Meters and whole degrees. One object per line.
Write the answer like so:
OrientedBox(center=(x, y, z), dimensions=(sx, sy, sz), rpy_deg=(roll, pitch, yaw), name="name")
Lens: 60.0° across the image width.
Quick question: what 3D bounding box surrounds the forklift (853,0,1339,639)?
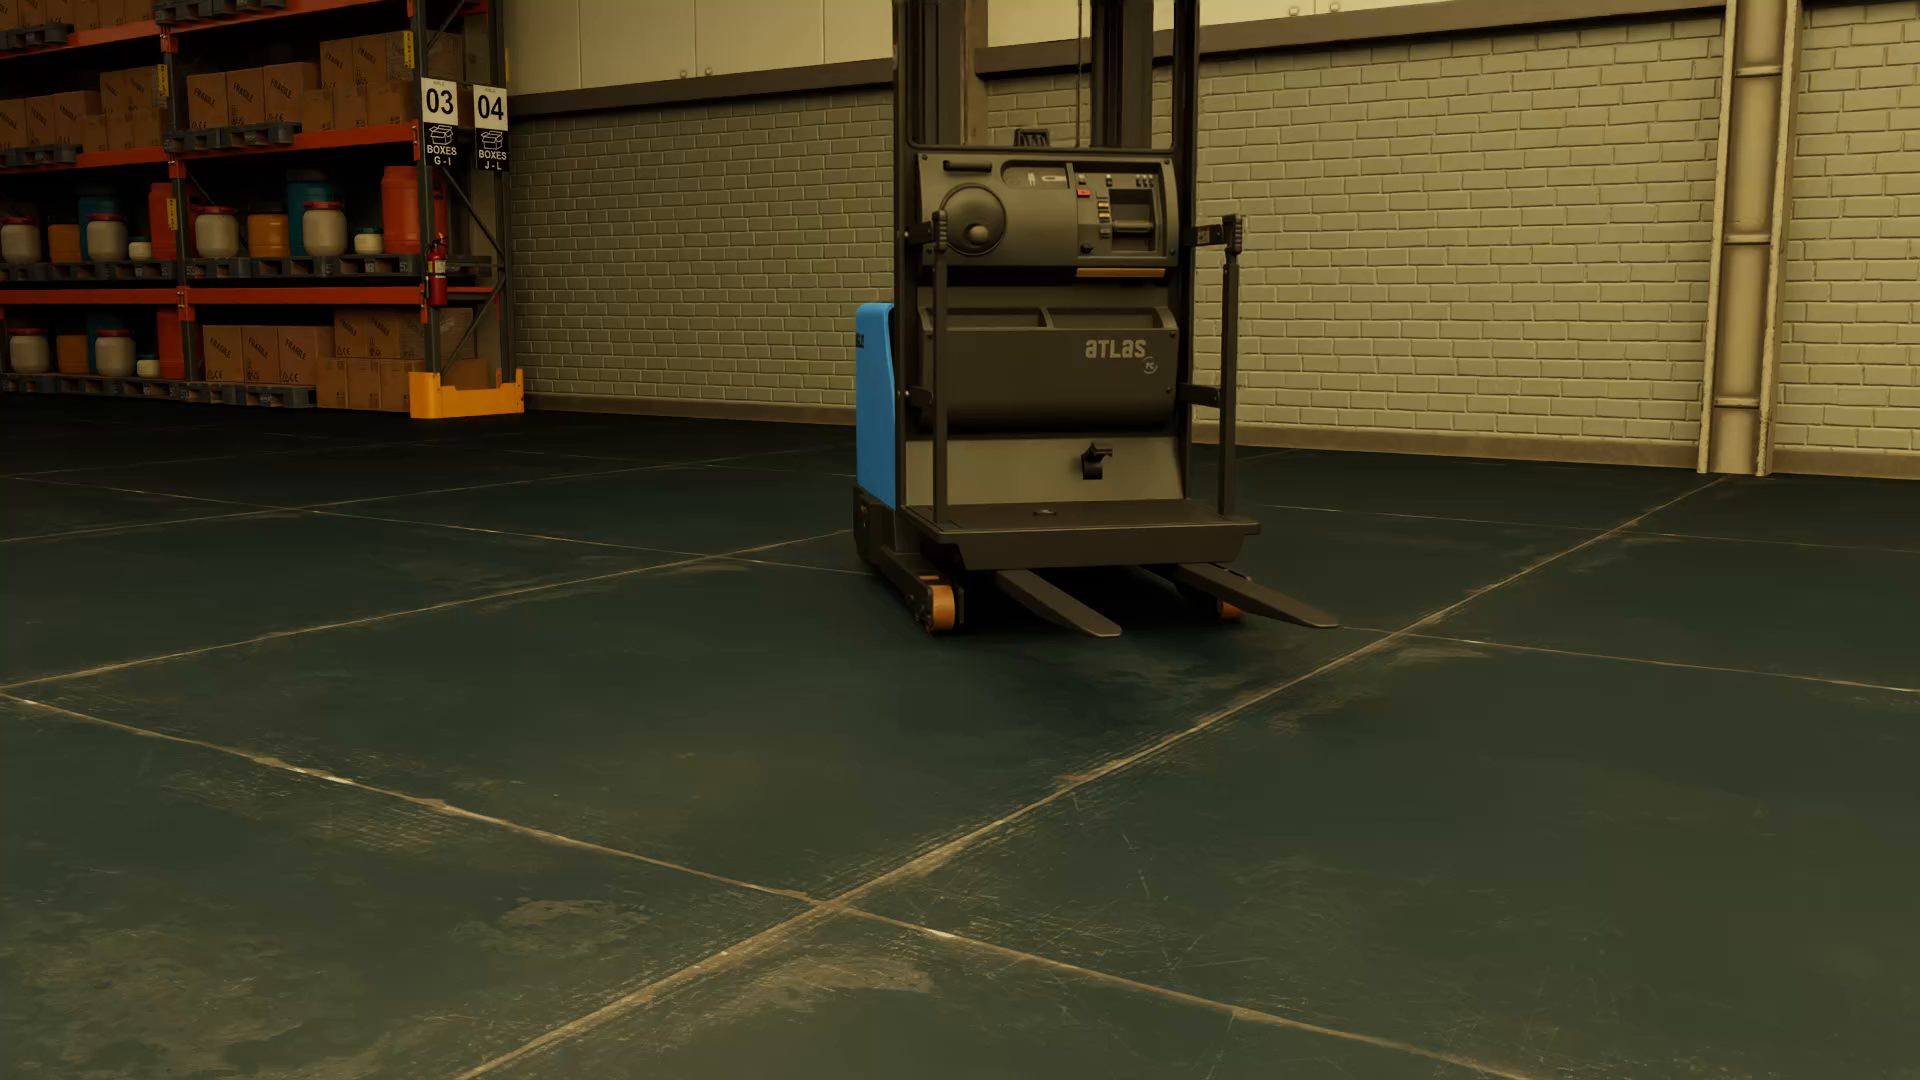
OrientedBox(center=(0.361, -1.201, 5.638), dimensions=(1.130, 2.935, 3.031), rpy_deg=(-2, 8, -12), name="forklift")
